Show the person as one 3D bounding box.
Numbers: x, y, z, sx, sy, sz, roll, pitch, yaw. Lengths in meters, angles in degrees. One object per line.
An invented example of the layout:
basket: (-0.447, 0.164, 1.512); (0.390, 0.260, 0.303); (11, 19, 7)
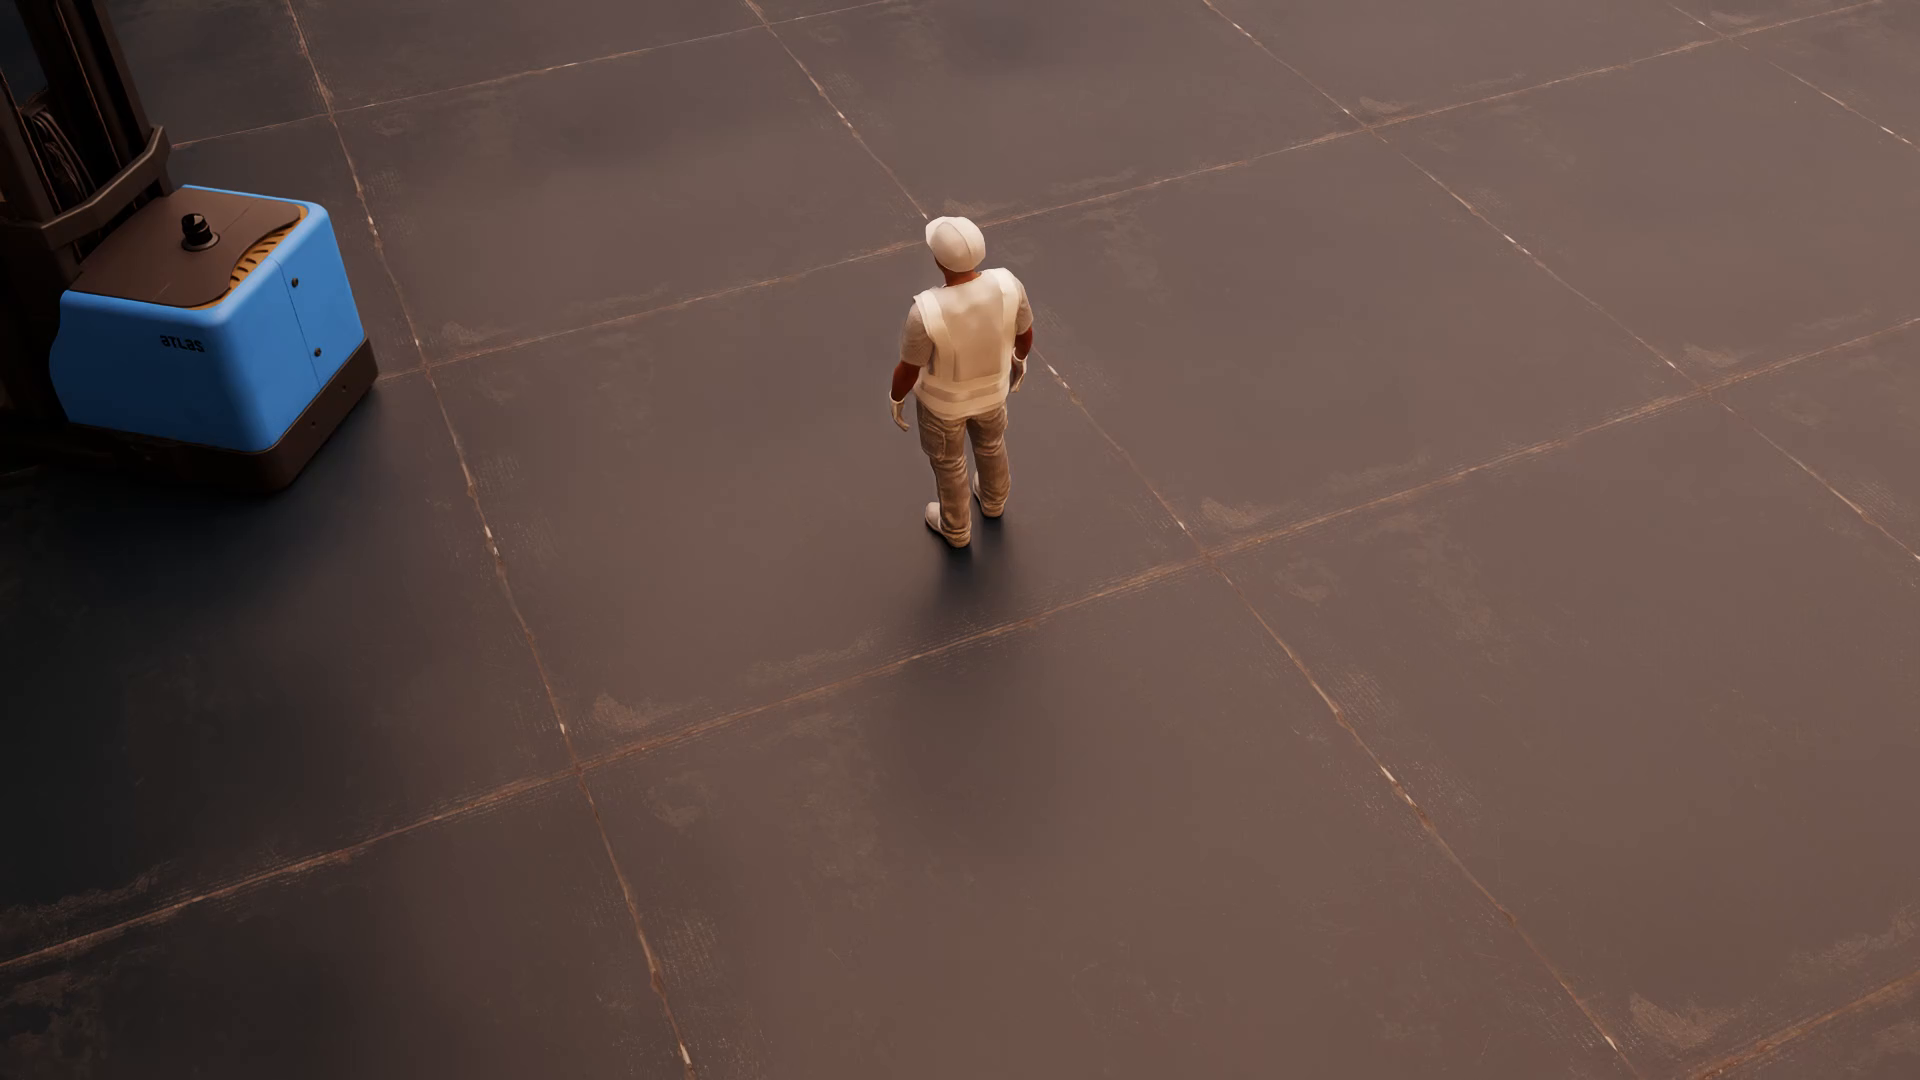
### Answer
person: (-0.023, -0.704, 7.266); (0.656, 1.784, 0.575); (-18, 46, -18)

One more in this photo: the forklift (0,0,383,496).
forklift: (-4.571, -1.821, 7.632); (3.031, 2.935, 1.130); (10, 44, 10)
